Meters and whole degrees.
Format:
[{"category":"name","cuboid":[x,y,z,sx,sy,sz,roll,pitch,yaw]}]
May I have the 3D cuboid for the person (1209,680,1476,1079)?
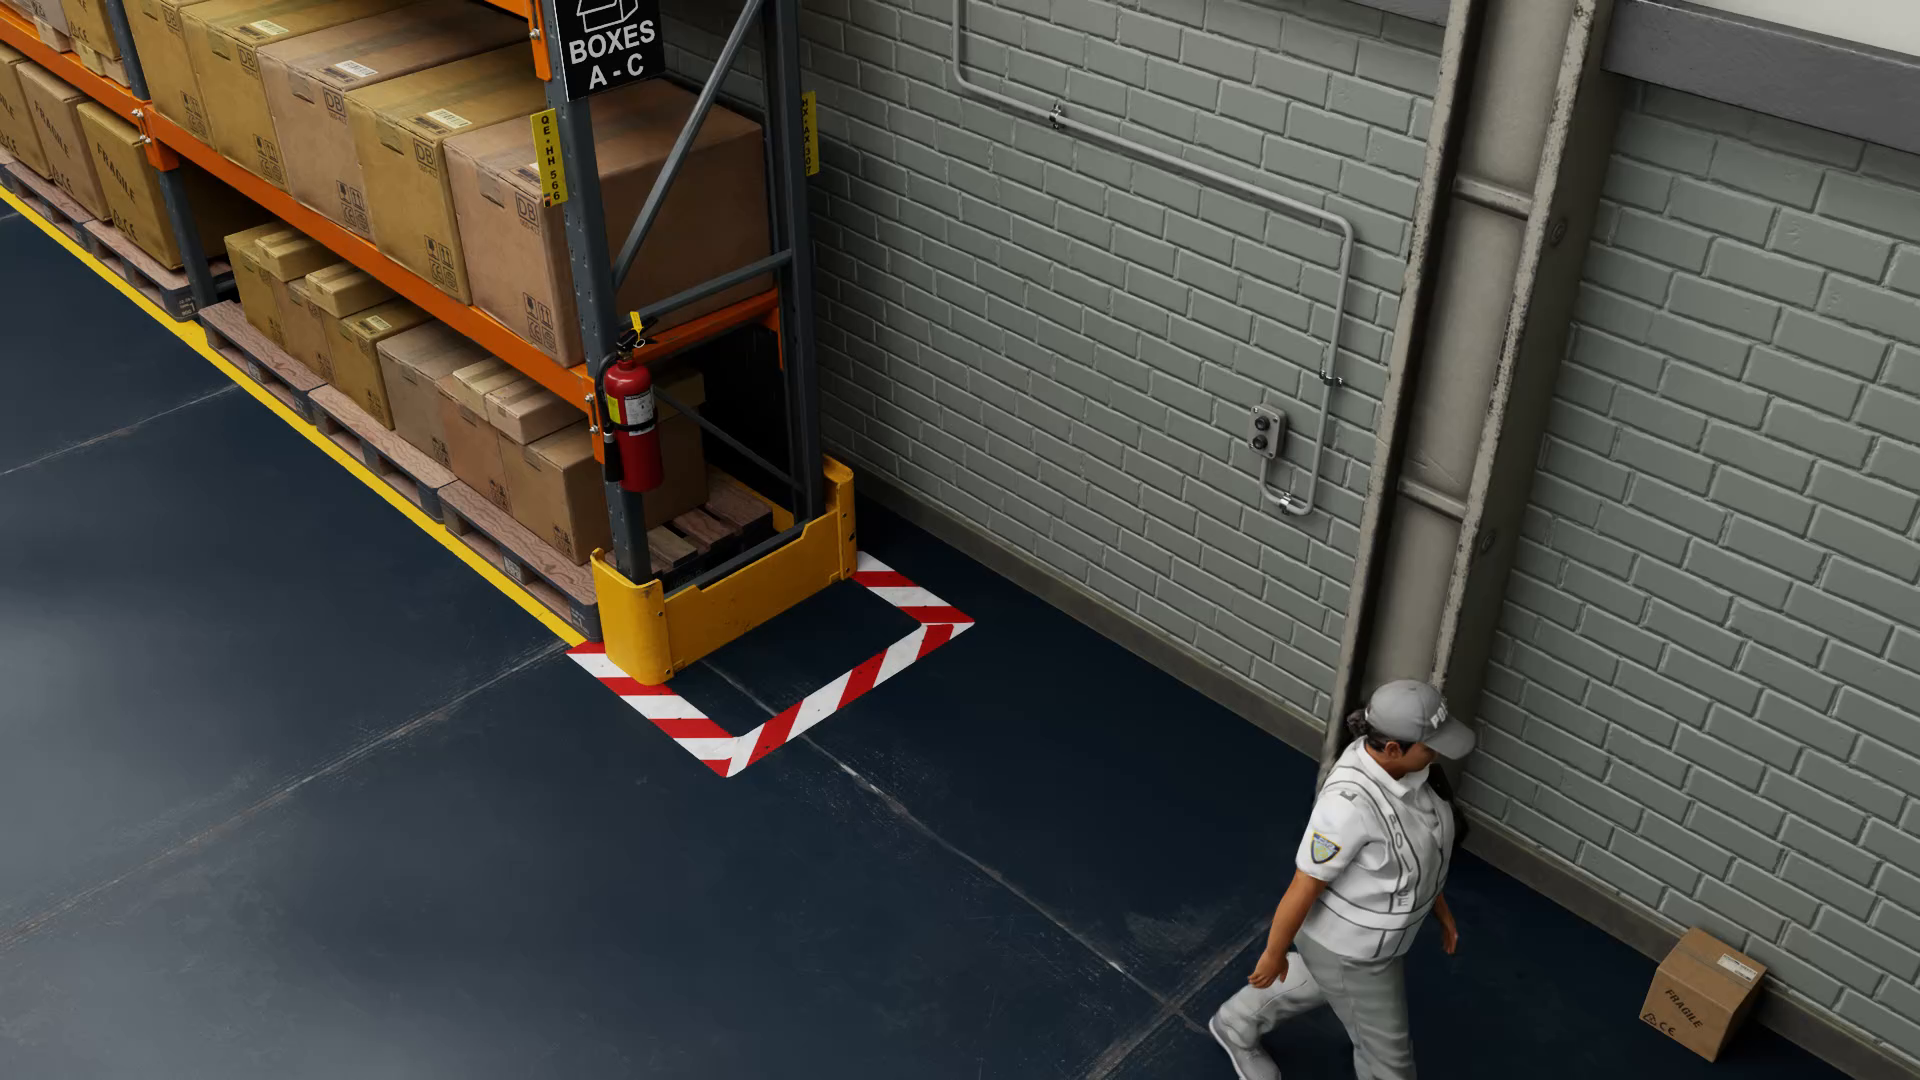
[{"category":"person","cuboid":[1.178,1.082,4.630,0.920,1.607,0.560,20,40,25]}]
